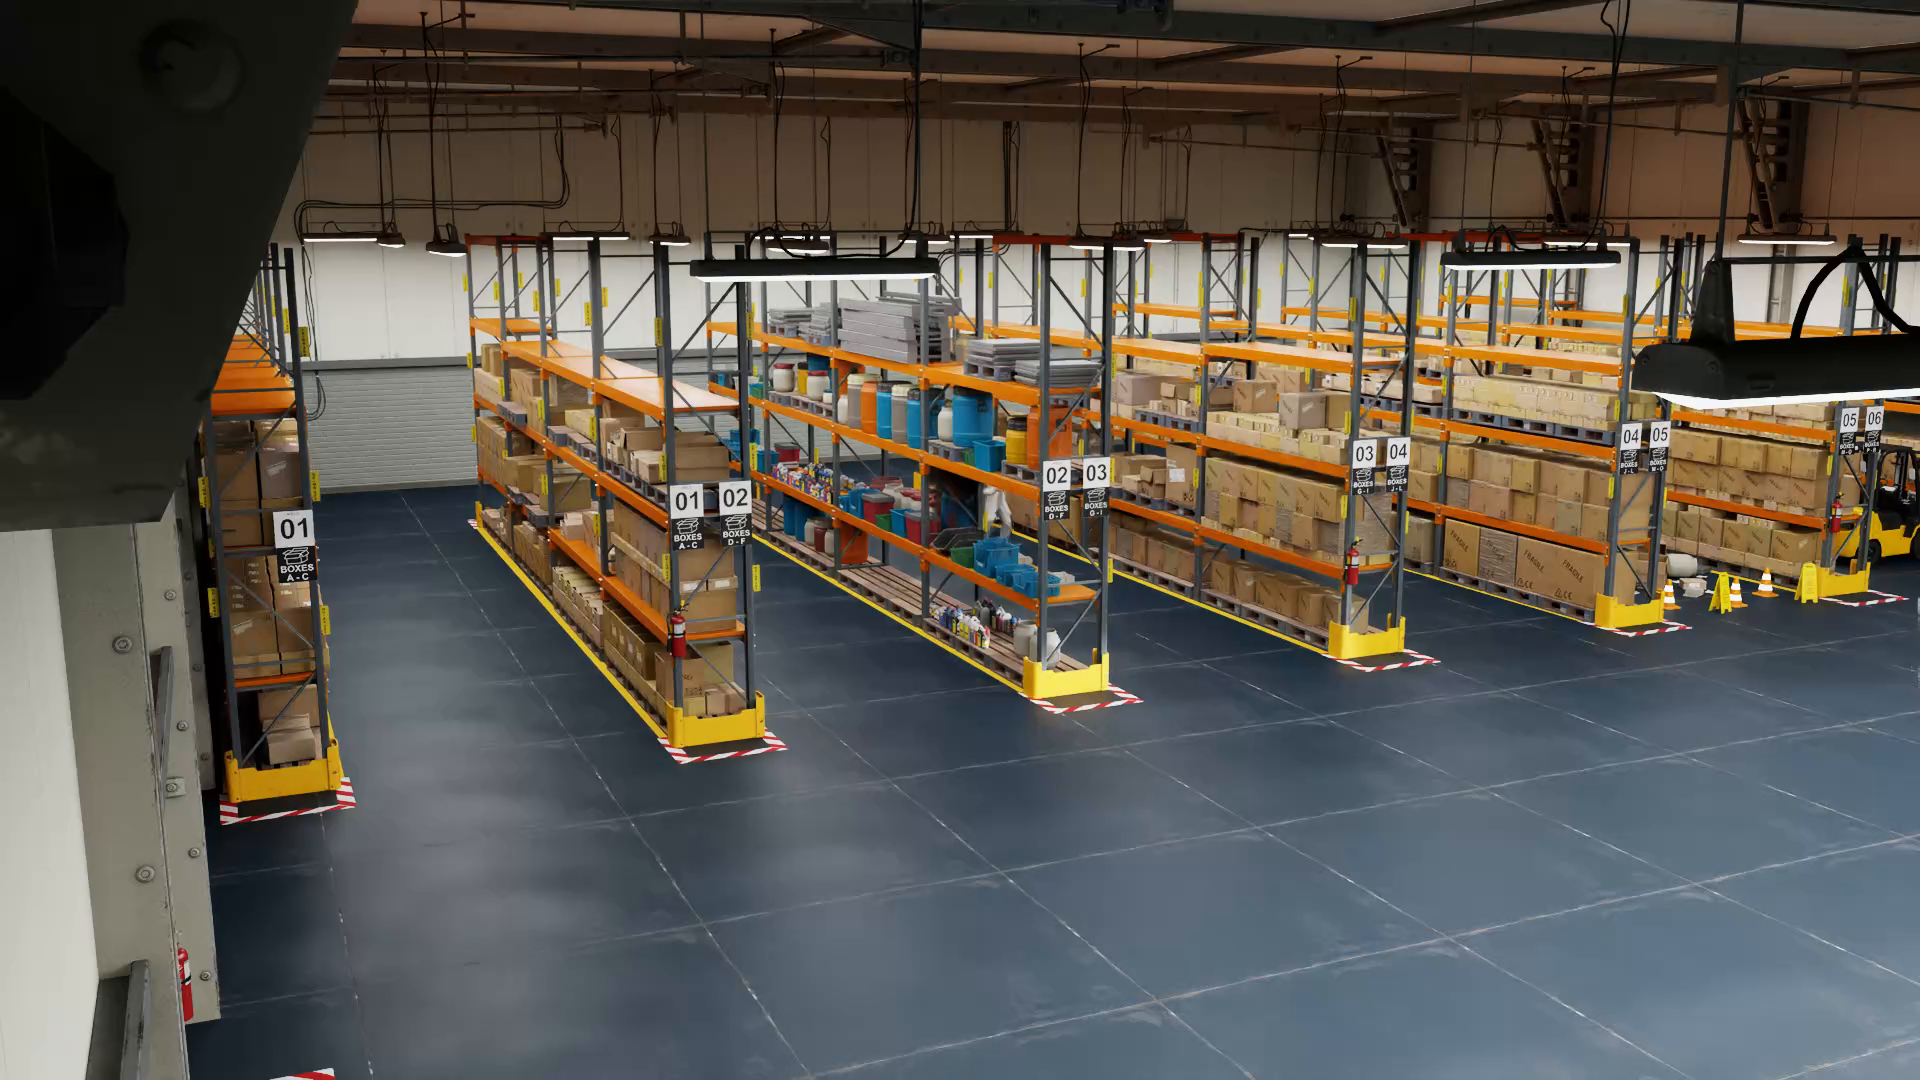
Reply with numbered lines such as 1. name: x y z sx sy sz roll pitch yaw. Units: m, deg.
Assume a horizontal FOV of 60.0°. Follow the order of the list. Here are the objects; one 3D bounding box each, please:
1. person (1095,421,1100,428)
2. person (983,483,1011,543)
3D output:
1. person: 3.505 -2.482 41.345 0.695 1.772 0.647 -8 13 -35
2. person: 0.627 -0.615 30.493 0.692 1.807 0.849 -7 13 -33
